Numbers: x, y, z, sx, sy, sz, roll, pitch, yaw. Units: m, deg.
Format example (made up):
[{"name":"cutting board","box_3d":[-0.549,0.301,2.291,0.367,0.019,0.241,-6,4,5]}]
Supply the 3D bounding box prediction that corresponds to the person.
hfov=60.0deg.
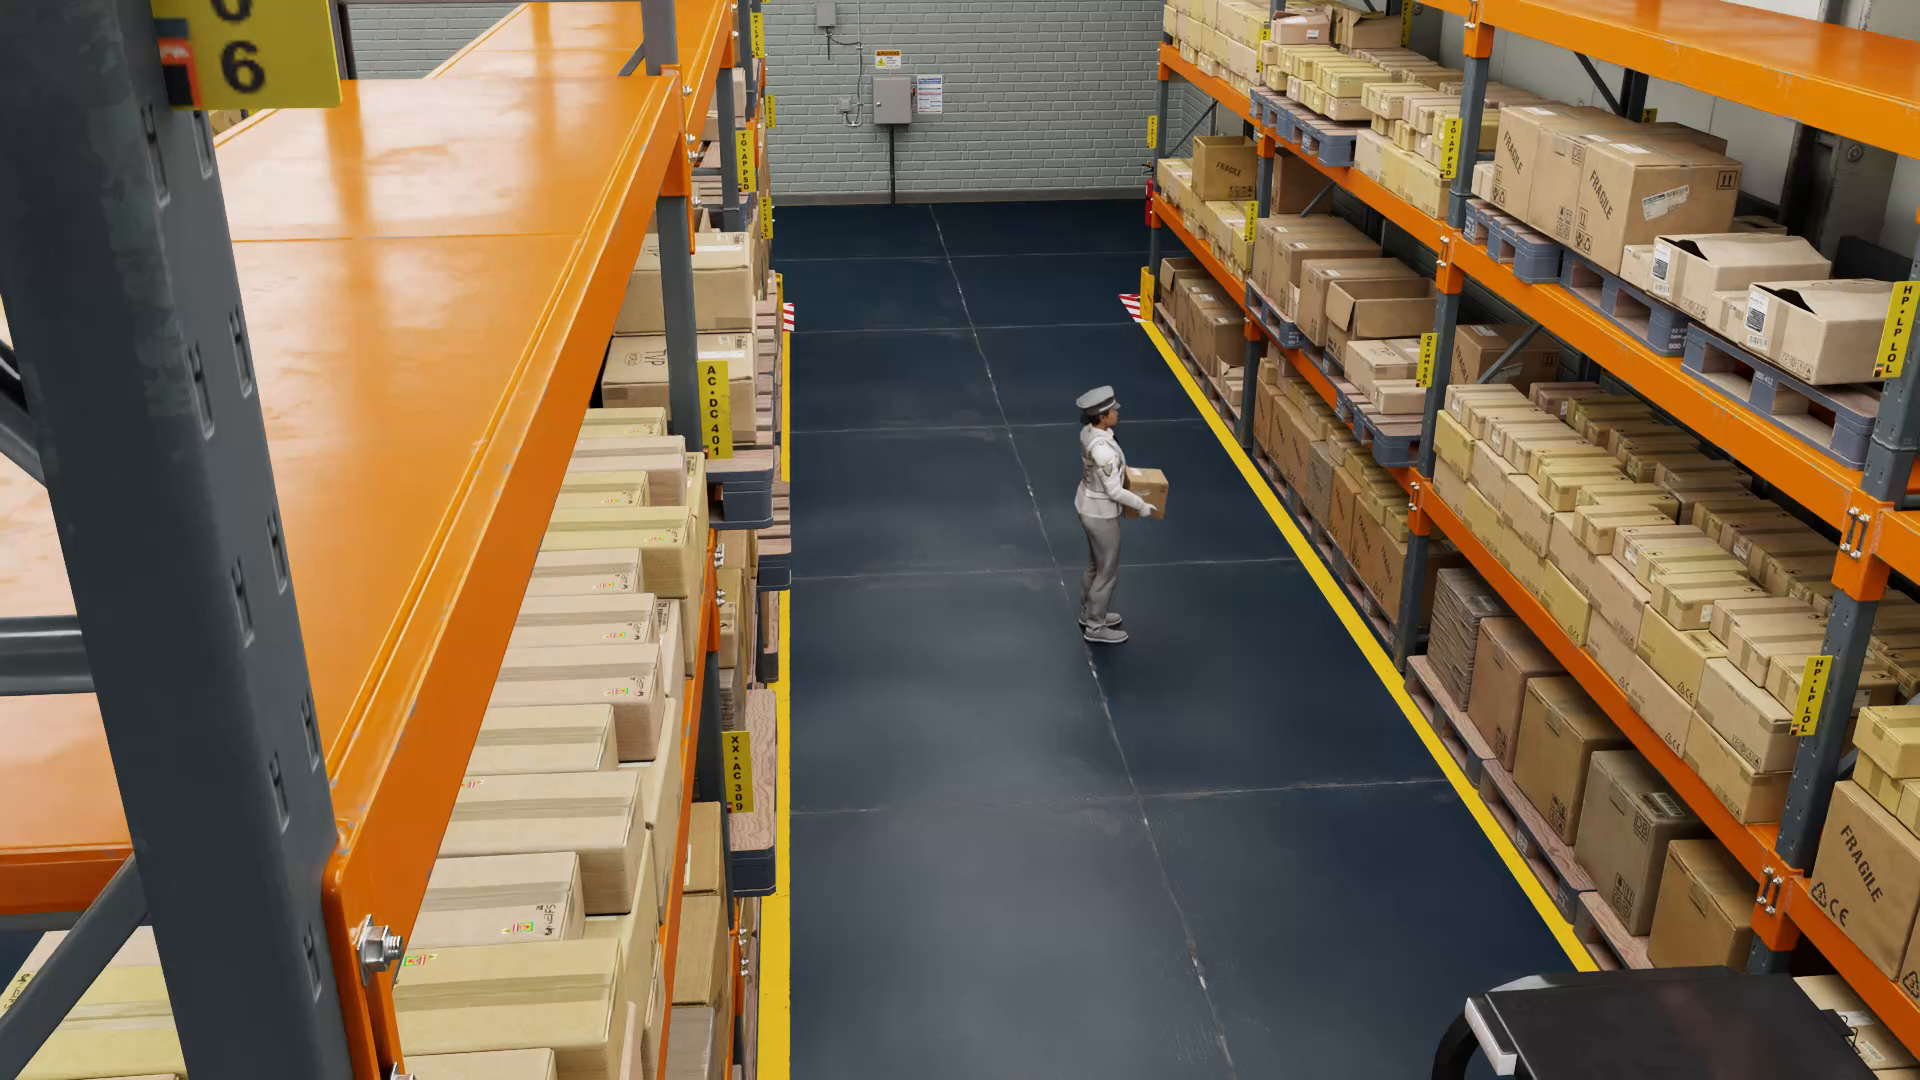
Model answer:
[{"name":"person","box_3d":[0.982,-0.176,10.663,0.517,1.692,0.482,-2,24,-5]}]
